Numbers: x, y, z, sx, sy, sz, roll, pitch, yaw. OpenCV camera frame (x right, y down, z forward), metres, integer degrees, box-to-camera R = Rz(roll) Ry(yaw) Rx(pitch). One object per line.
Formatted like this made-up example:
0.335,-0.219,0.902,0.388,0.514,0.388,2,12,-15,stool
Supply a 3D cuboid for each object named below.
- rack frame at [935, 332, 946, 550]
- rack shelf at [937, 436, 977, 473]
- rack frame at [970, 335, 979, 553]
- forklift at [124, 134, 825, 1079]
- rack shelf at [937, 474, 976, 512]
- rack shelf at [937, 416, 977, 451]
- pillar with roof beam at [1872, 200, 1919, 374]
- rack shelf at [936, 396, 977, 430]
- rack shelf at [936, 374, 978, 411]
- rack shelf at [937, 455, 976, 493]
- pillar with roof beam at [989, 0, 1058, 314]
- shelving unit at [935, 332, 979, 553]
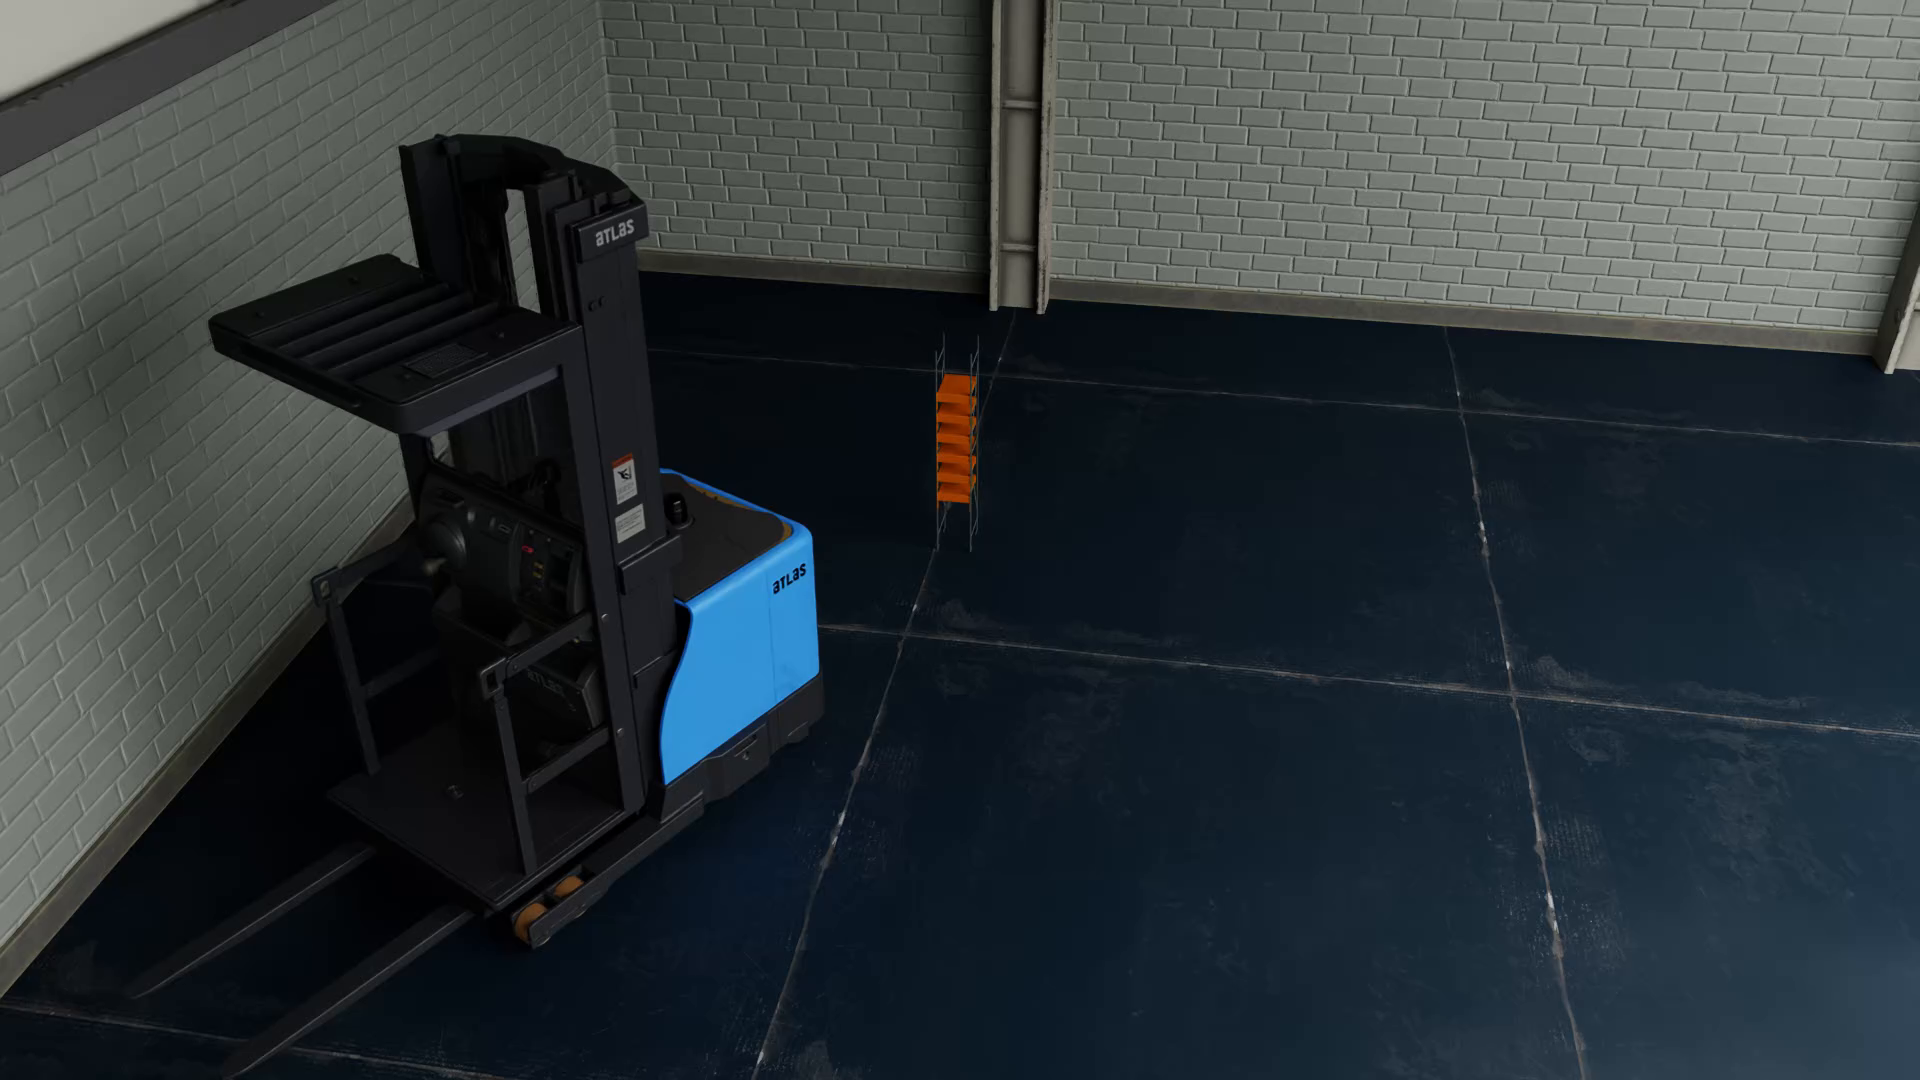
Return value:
-0.104,-0.518,8.947,0.006,1.200,0.240,5,32,8,rack frame
-0.014,-0.472,8.957,0.180,0.103,0.258,5,32,8,rack shelf
0.076,-0.502,8.921,0.006,1.200,0.240,5,32,8,rack frame
-1.922,0.085,6.351,1.130,2.935,3.031,22,38,31,forklift
-0.014,-0.269,9.085,0.180,0.103,0.258,5,32,8,rack shelf
-0.014,-0.574,8.894,0.180,0.103,0.258,5,32,8,rack shelf
5.617,-2.731,5.131,0.400,9.000,9.100,5,32,8,pillar with roof beam
-0.014,-0.676,8.830,0.180,0.103,0.258,5,32,8,rack shelf
-0.014,-0.777,8.766,0.180,0.103,0.258,5,32,8,rack shelf
-0.014,-0.371,9.021,0.180,0.103,0.258,5,32,8,rack shelf
-0.298,-3.266,5.987,0.400,9.000,9.100,5,32,8,pillar with roof beam
-0.014,-0.510,8.934,0.189,1.200,0.258,5,32,8,shelving unit
